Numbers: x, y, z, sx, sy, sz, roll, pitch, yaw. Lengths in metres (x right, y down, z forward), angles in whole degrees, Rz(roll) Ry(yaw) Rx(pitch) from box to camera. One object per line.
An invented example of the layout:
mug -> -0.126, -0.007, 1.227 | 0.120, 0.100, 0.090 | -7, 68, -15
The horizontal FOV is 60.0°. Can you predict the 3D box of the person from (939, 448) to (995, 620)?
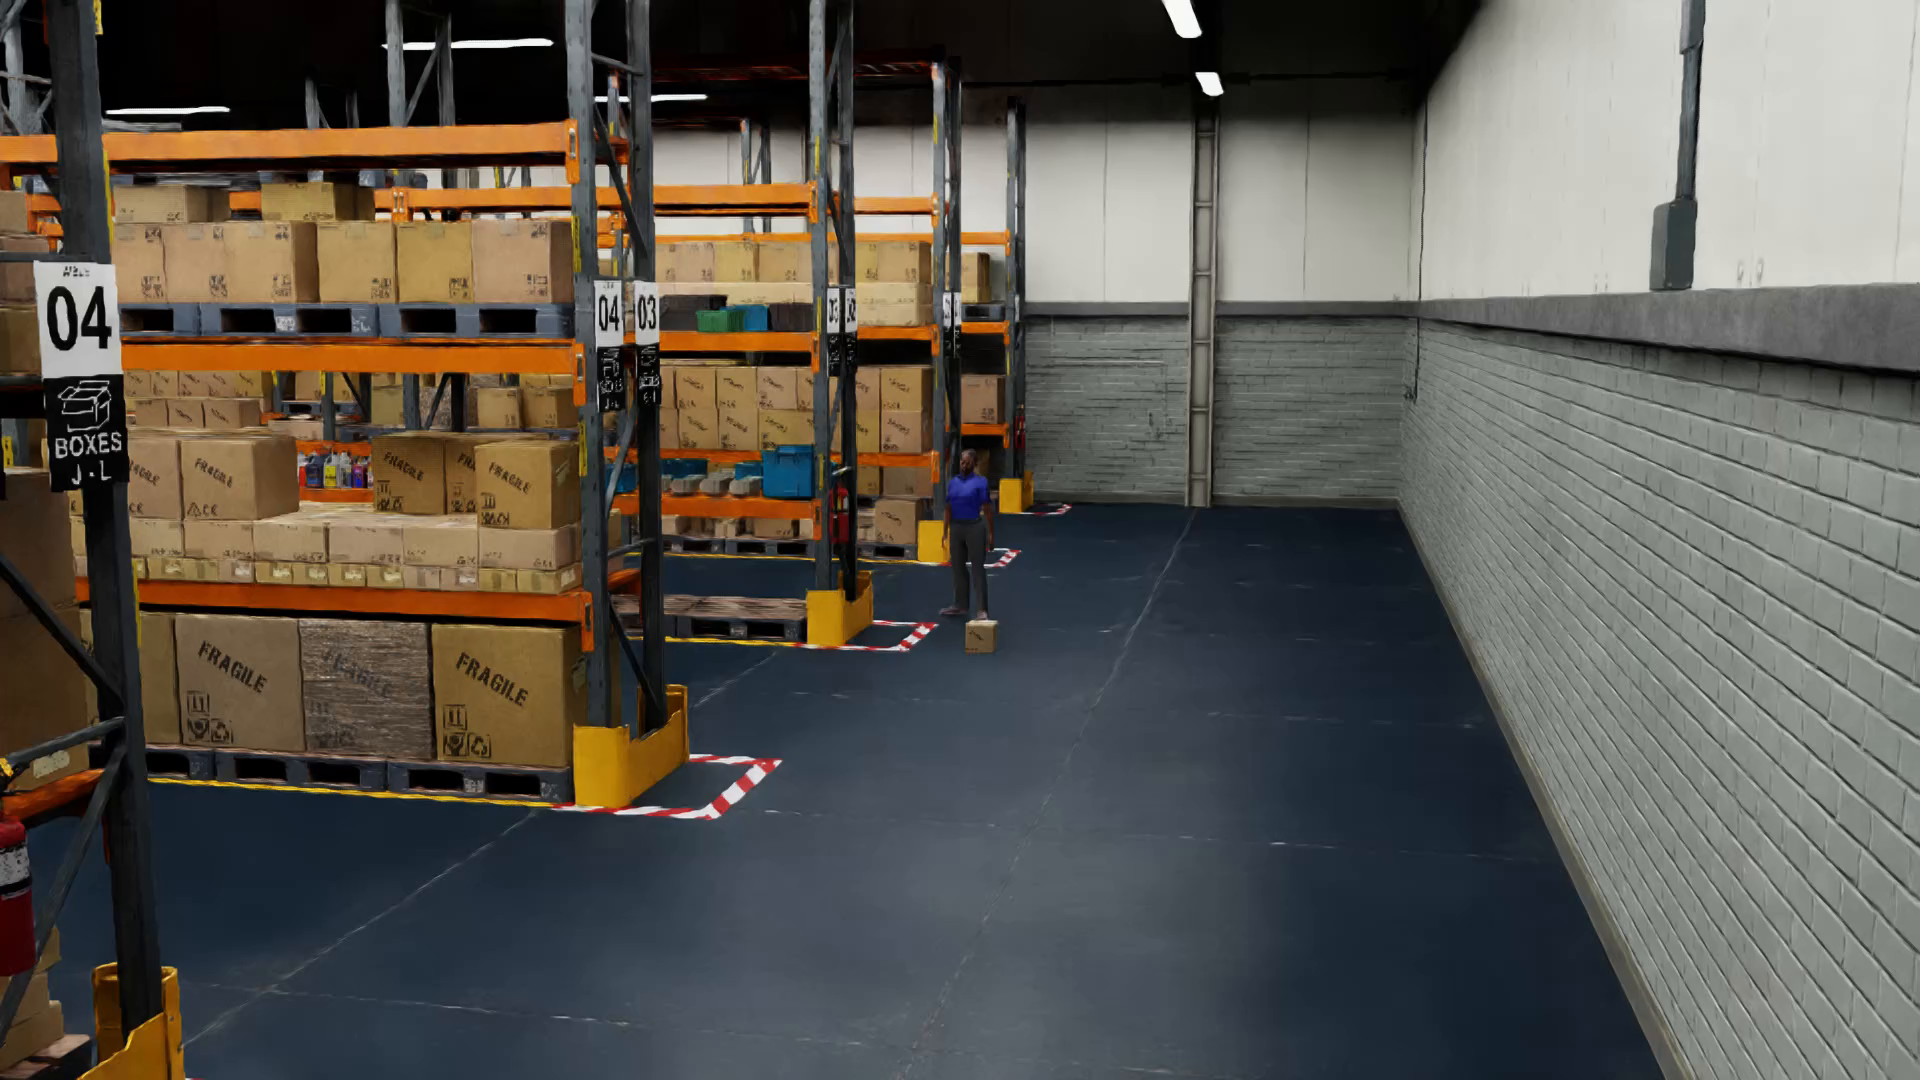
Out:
person -> 0.058, -0.058, 16.146 | 0.613, 1.666, 0.384 | 5, 10, 32
